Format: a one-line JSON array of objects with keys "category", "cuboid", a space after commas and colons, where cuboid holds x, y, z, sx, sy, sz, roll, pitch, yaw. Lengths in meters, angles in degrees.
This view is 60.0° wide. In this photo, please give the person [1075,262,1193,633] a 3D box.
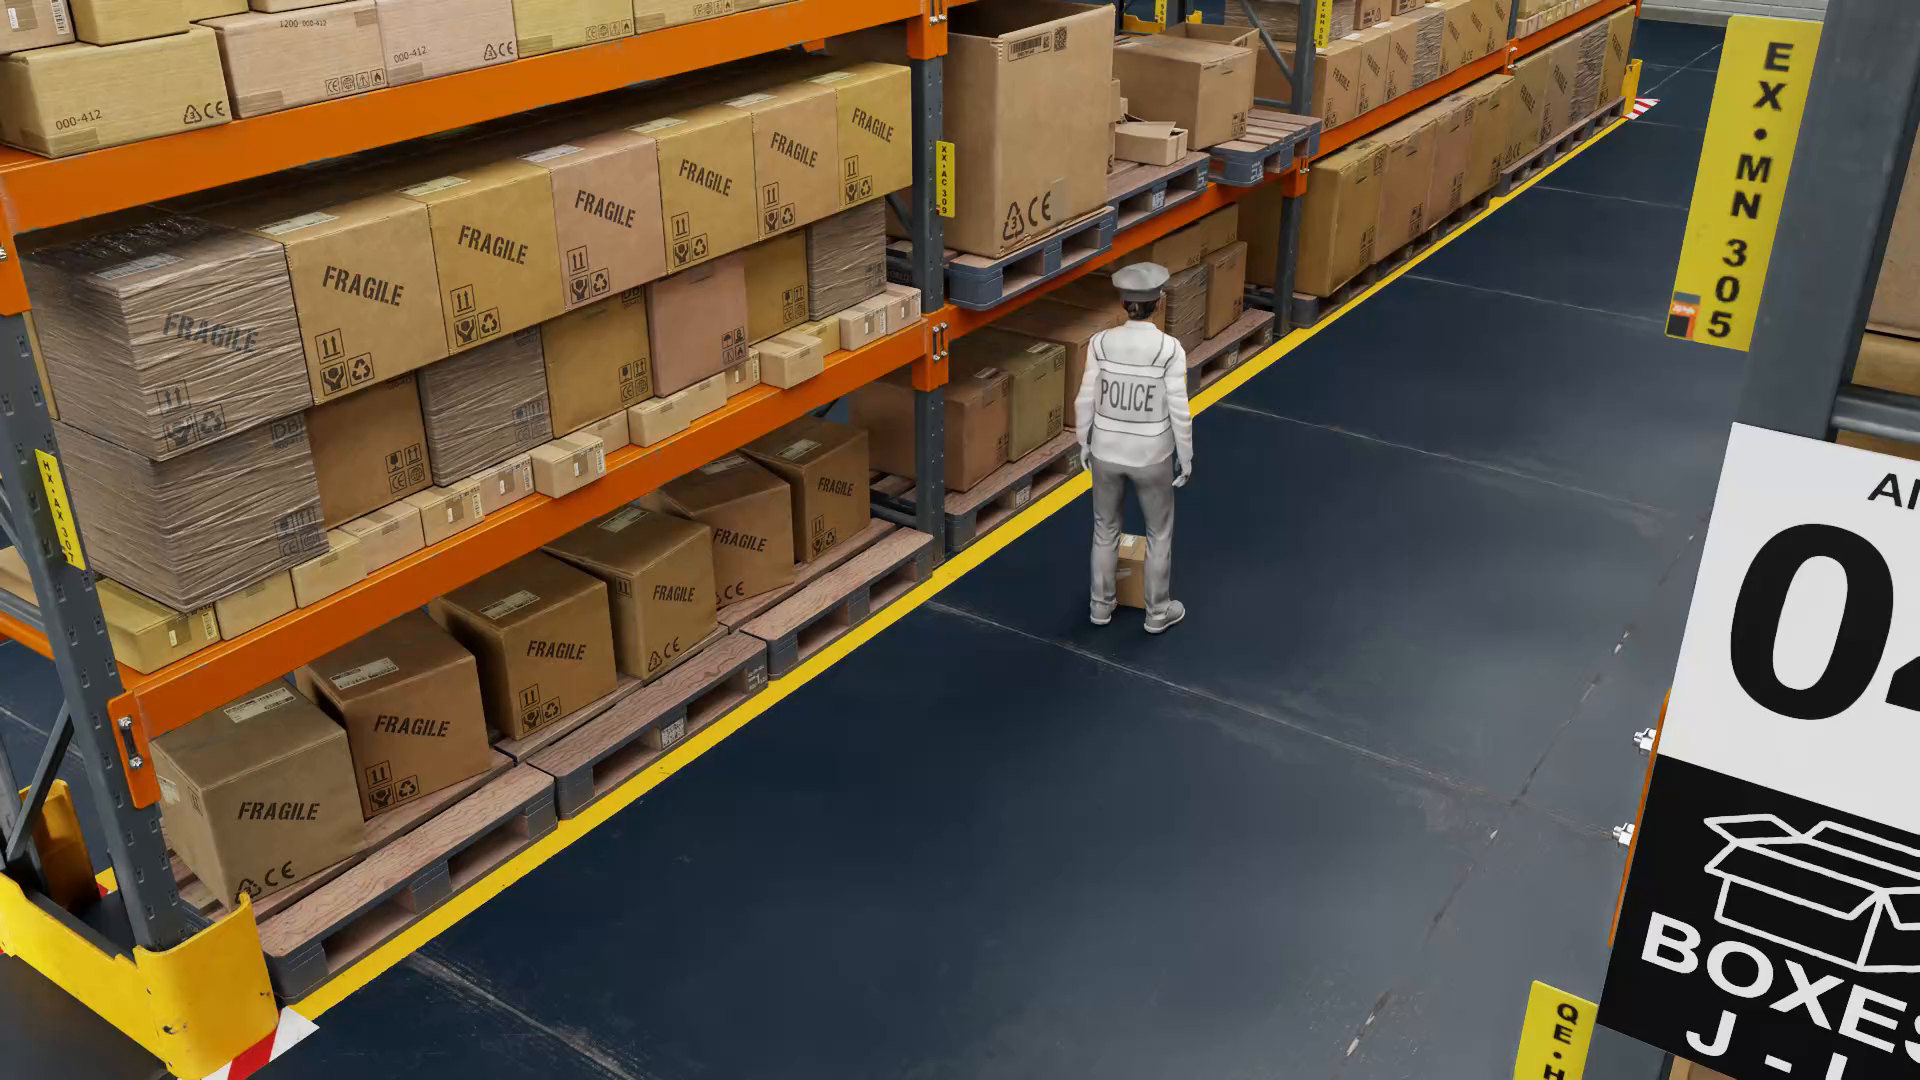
[{"category": "person", "cuboid": [0.765, -0.376, 7.348, 0.529, 1.664, 0.371, 10, 29, 19]}]
